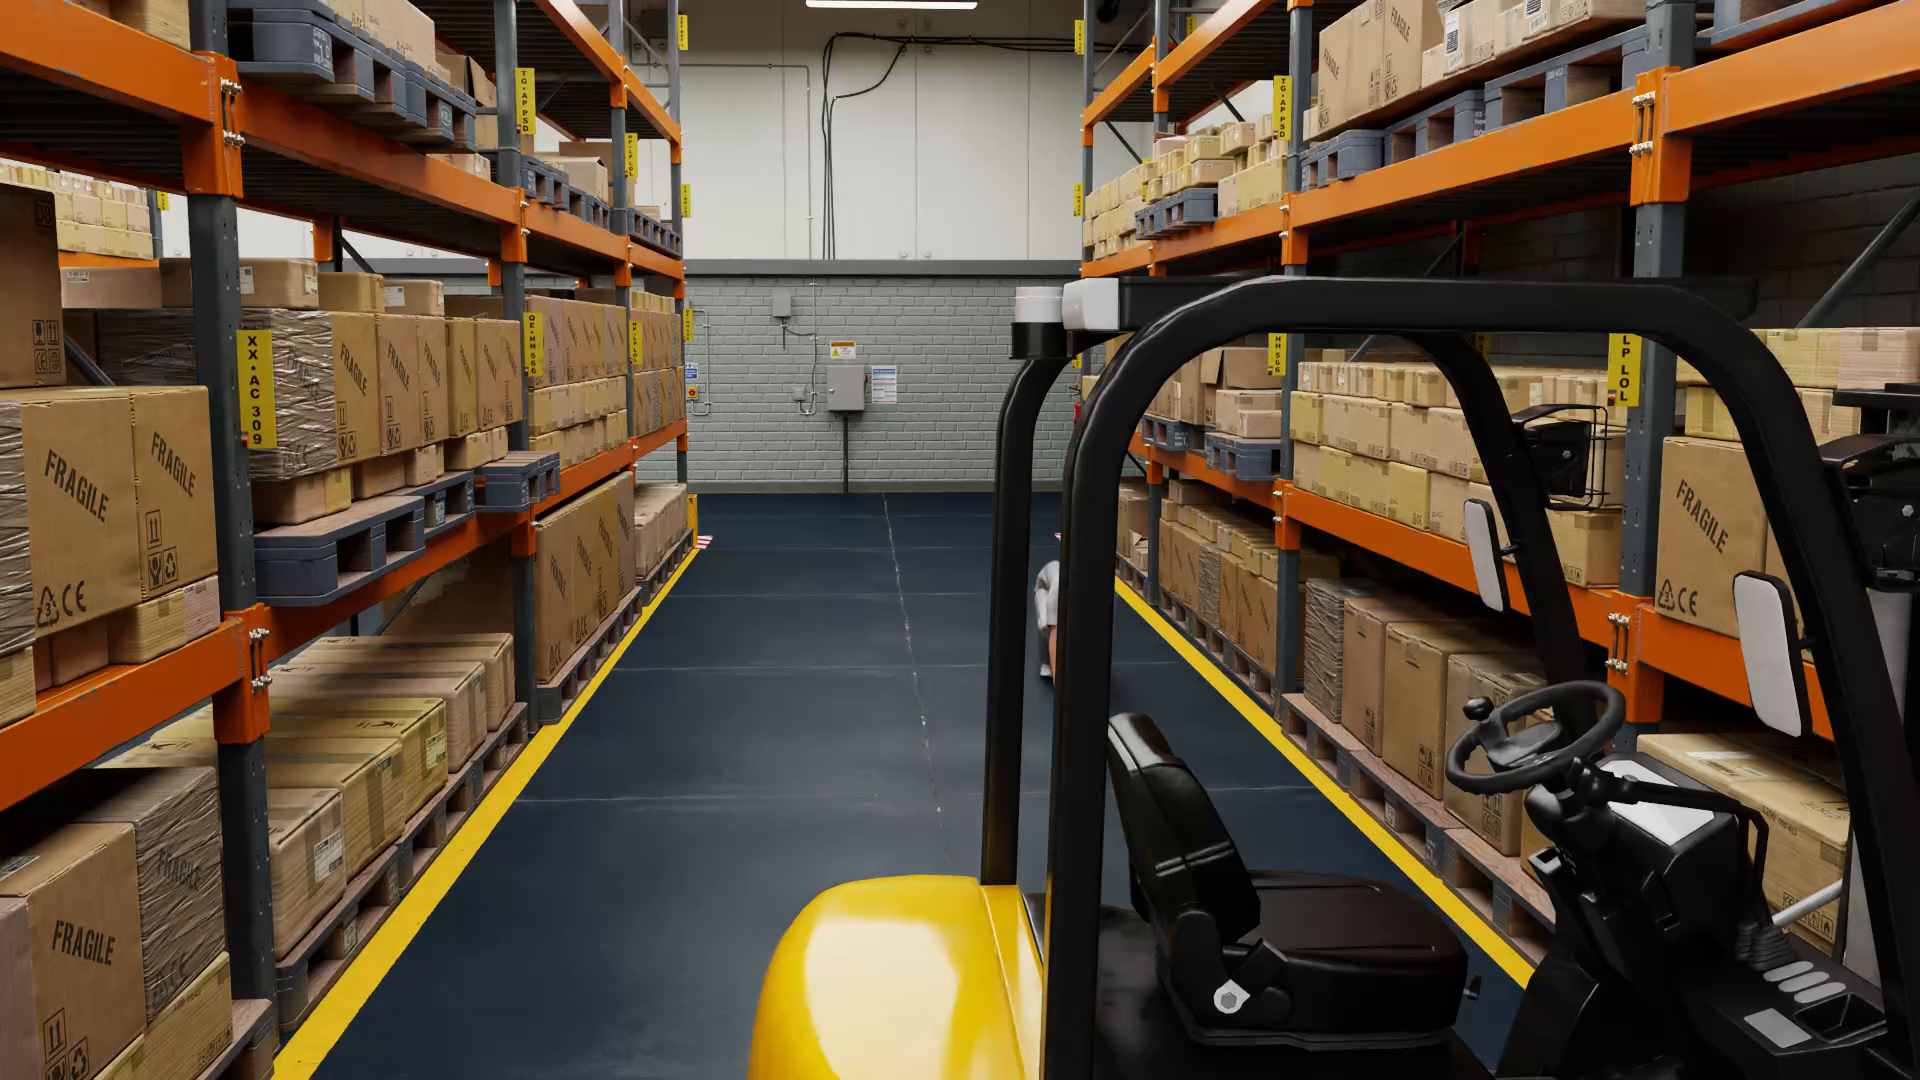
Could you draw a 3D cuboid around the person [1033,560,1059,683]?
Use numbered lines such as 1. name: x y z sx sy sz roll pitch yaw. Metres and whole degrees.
1. person: 0.689 0.492 10.120 0.459 0.762 0.867 -1 7 -6
